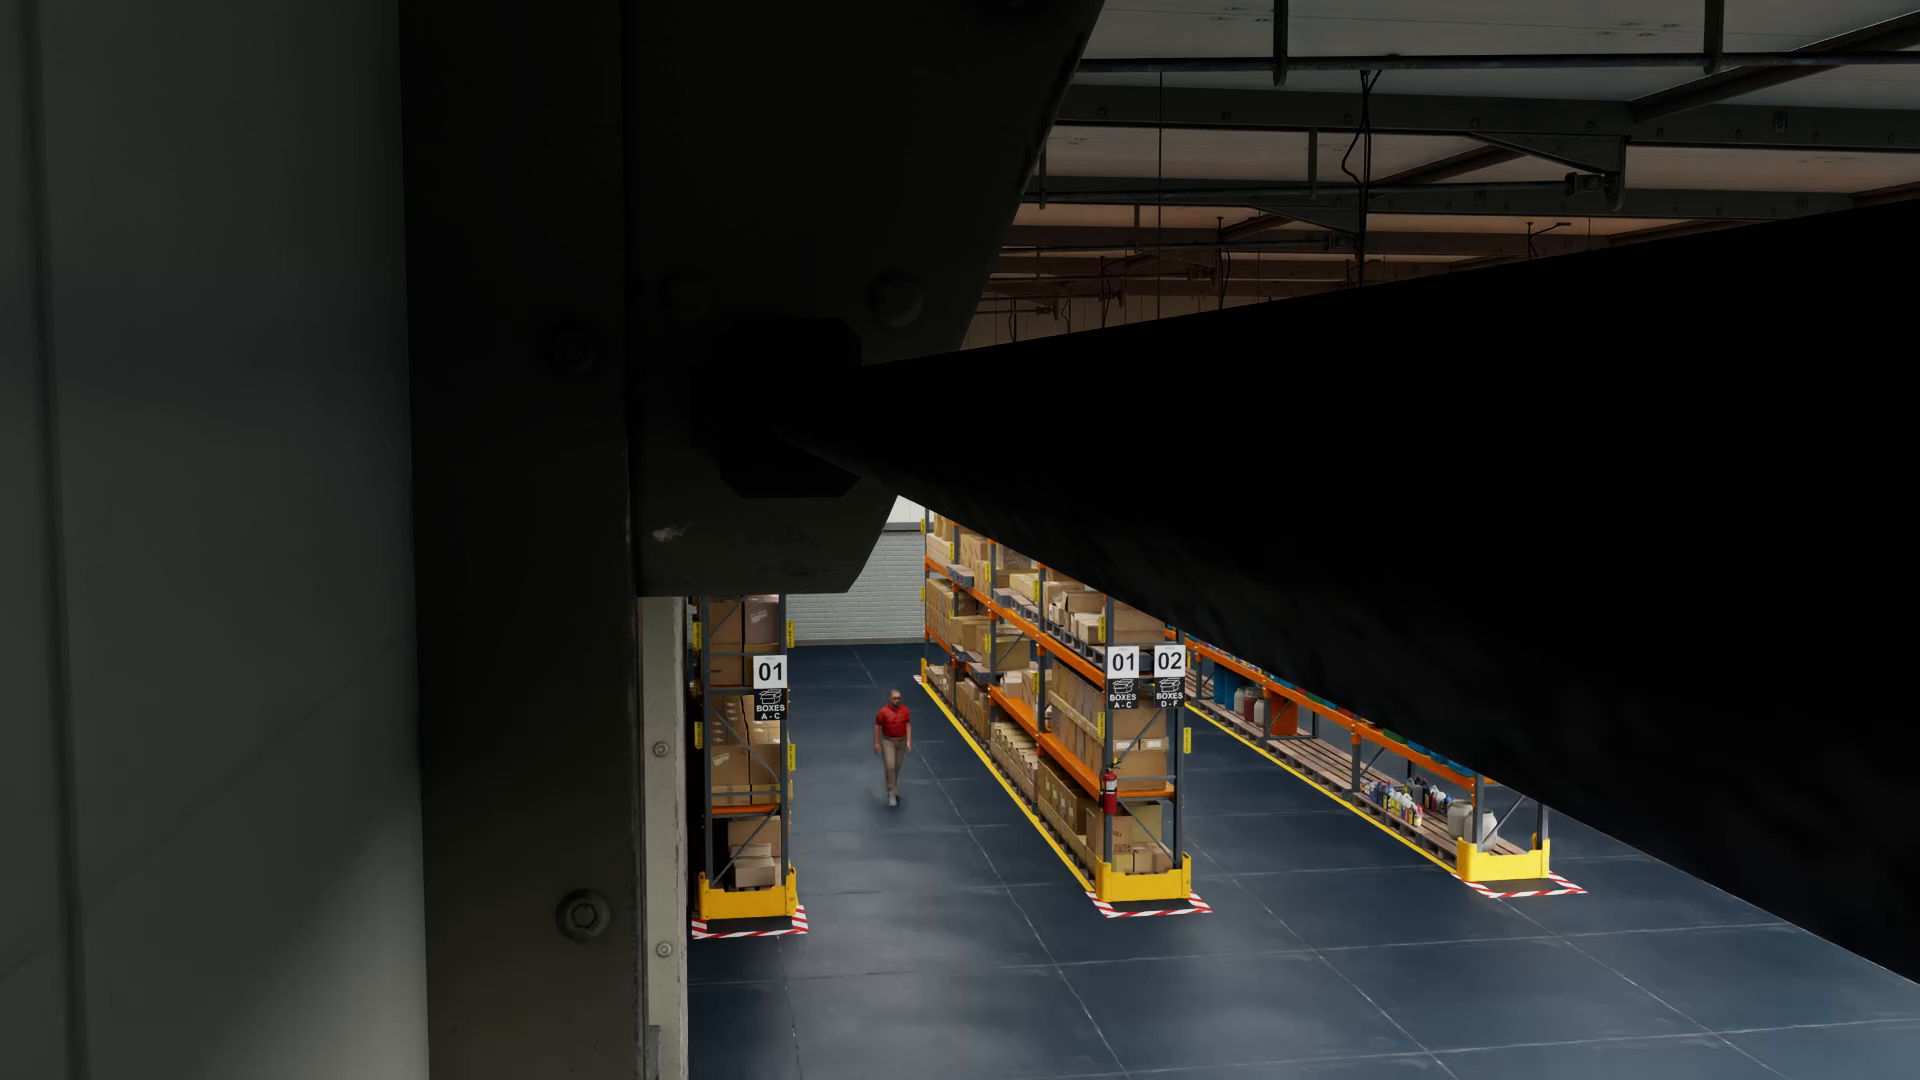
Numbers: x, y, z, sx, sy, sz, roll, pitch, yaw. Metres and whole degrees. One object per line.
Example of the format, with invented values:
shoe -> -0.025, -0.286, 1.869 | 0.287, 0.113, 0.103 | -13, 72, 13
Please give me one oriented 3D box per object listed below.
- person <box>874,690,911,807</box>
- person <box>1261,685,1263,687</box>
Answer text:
person -> -1.042, 3.205, 25.973 | 0.556, 1.749, 0.692 | -3, 6, -32
person -> 6.430, 2.420, 34.608 | 0.612, 1.816, 0.572 | -1, 5, -12
